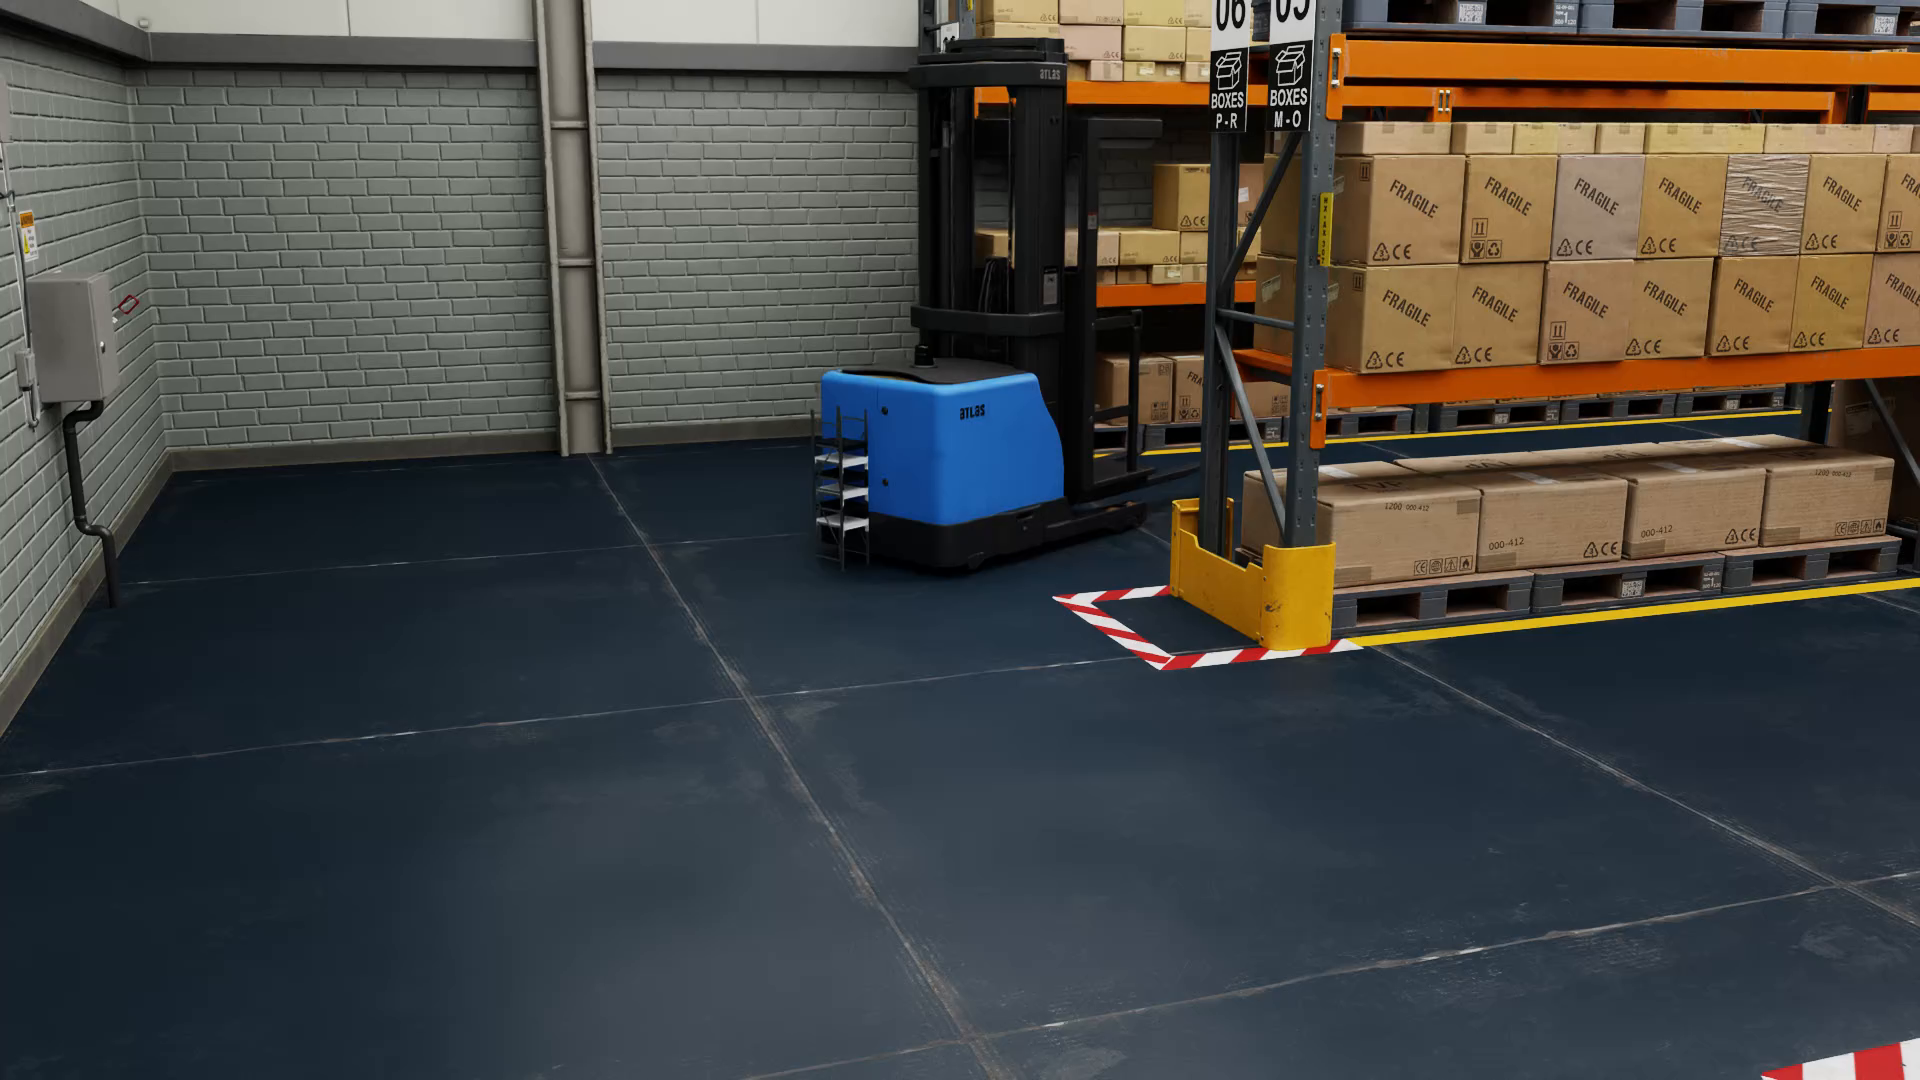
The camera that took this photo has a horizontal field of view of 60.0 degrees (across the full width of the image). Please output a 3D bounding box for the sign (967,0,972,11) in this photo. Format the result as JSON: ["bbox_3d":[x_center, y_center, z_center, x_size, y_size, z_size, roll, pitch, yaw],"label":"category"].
[{"bbox_3d":[0.068,-3.922,11.779,0.005,0.325,0.100,-4,14,-18],"label":"sign"}]

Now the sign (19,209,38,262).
[{"bbox_3d":[-4.565,-1.493,8.152,0.001,0.242,0.339,-4,14,-18],"label":"sign"}]

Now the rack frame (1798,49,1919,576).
[{"bbox_3d":[5.273,-1.364,9.393,0.127,3.000,1.000,-4,14,-18],"label":"rack frame"}]

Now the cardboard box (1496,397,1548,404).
[{"bbox_3d":[4.718,-1.468,14.326,0.500,0.500,0.500,-5,14,-19],"label":"cardboard box"}]

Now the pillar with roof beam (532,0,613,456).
[{"bbox_3d":[-1.575,-4.130,8.059,0.400,9.000,9.100,-4,14,-18],"label":"pillar with roof beam"}]

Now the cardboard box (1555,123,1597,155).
[{"bbox_3d":[2.891,-1.968,8.155,0.250,0.149,0.380,-4,14,-18],"label":"cardboard box"}]

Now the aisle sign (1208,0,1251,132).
[{"bbox_3d":[1.315,-2.396,8.115,0.004,0.787,0.394,-4,14,-18],"label":"aisle sign"}]

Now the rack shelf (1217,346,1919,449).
[{"bbox_3d":[3.377,-0.866,8.856,4.000,0.370,1.077,-4,14,-18],"label":"rack shelf"}]

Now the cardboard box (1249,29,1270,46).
[{"bbox_3d":[2.330,-3.816,12.905,0.500,0.250,0.500,-4,14,-17],"label":"cardboard box"}]

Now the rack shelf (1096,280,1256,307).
[{"bbox_3d":[1.791,-1.954,13.432,4.000,0.370,1.077,-4,14,-18],"label":"rack shelf"}]

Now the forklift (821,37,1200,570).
[{"bbox_3d":[0.529,-1.536,10.265,1.130,2.935,3.031,11,18,40],"label":"forklift"}]

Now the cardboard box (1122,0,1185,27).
[{"bbox_3d":[1.356,-3.982,12.521,0.500,0.250,0.500,-5,14,-19],"label":"cardboard box"}]

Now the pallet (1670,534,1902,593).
[{"bbox_3d":[4.527,0.032,9.552,1.213,0.211,1.003,-4,14,-18],"label":"pallet"}]

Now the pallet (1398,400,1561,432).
[{"bbox_3d":[4.445,-1.164,14.579,1.213,0.211,1.003,-4,14,-18],"label":"pallet"}]

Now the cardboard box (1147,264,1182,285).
[{"bbox_3d":[1.531,-2.083,12.960,0.250,0.149,0.380,-5,14,-20],"label":"cardboard box"}]

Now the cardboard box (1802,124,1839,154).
[{"bbox_3d":[4.324,-2.087,8.657,0.250,0.149,0.380,-5,14,-19],"label":"cardboard box"}]

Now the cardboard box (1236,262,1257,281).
[{"bbox_3d":[2.216,-2.169,13.324,0.250,0.149,0.380,-4,14,-17],"label":"cardboard box"}]

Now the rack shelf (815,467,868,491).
[{"bbox_3d":[-0.679,-0.348,9.416,0.258,0.077,0.200,11,18,40],"label":"rack shelf"}]

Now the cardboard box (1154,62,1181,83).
[{"bbox_3d":[1.490,-3.555,12.668,0.250,0.149,0.380,-5,14,-19],"label":"cardboard box"}]

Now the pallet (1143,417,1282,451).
[{"bbox_3d":[1.877,-0.954,13.697,1.213,0.211,1.003,-4,14,-18],"label":"pallet"}]

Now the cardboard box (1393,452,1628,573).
[{"bbox_3d":[2.940,-0.166,8.989,0.875,0.438,0.875,-4,14,-17],"label":"cardboard box"}]

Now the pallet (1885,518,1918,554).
[{"bbox_3d":[5.980,-0.080,10.025,1.213,0.211,1.003,-4,14,-18],"label":"pallet"}]

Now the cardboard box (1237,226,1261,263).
[{"bbox_3d":[2.335,-2.358,13.257,0.500,0.250,0.500,-5,14,-18],"label":"cardboard box"}]

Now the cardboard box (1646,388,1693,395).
[{"bbox_3d":[6.172,-1.583,14.811,0.500,0.500,0.500,-4,14,-16],"label":"cardboard box"}]

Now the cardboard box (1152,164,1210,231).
[{"bbox_3d":[1.833,-2.678,12.982,0.500,0.500,0.500,-4,14,-17],"label":"cardboard box"}]

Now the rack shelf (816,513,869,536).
[{"bbox_3d":[-0.679,-0.085,9.478,0.258,0.077,0.200,11,18,40],"label":"rack shelf"}]

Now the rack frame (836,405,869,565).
[{"bbox_3d":[-0.612,-0.310,9.503,0.240,0.900,0.006,11,18,40],"label":"rack frame"}]

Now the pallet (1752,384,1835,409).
[{"bbox_3d":[8.270,-1.443,15.752,1.213,0.211,1.003,-4,14,-18],"label":"pallet"}]

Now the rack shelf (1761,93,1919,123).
[{"bbox_3d":[9.373,-4.004,15.567,4.000,0.370,1.077,-4,14,-18],"label":"rack shelf"}]

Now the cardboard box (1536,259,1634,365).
[{"bbox_3d":[2.987,-1.166,8.349,0.500,0.500,0.500,-5,14,-18],"label":"cardboard box"}]

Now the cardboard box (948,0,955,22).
[{"bbox_3d":[0.227,-4.025,12.701,0.500,0.250,0.500,-5,14,-20],"label":"cardboard box"}]

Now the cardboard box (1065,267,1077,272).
[{"bbox_3d":[0.759,-2.055,12.841,0.250,0.149,0.380,-5,14,-19],"label":"cardboard box"}]

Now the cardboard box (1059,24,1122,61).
[{"bbox_3d":[0.878,-3.703,12.426,0.500,0.250,0.500,-4,14,-17],"label":"cardboard box"}]

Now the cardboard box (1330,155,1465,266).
[{"bbox_3d":[2.028,-1.576,7.911,0.500,0.500,0.500,-5,14,-19],"label":"cardboard box"}]

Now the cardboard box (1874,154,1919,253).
[{"bbox_3d":[4.914,-1.803,8.865,0.500,0.500,0.500,-5,14,-19],"label":"cardboard box"}]

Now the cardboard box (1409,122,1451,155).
[{"bbox_3d":[2.132,-1.919,7.952,0.250,0.149,0.380,-4,14,-17],"label":"cardboard box"}]

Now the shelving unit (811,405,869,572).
[{"bbox_3d":[-0.679,-0.293,9.429,0.258,0.900,0.210,11,18,40],"label":"shelving unit"}]

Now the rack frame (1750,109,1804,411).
[{"bbox_3d":[7.477,-2.747,15.210,0.127,3.000,1.000,-4,14,-18],"label":"rack frame"}]

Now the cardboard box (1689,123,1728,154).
[{"bbox_3d":[3.623,-2.020,8.373,0.250,0.149,0.380,-4,14,-18],"label":"cardboard box"}]

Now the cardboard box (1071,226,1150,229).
[{"bbox_3d":[1.206,-2.394,13.406,0.500,0.250,0.500,-4,14,-16],"label":"cardboard box"}]

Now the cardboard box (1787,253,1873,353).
[{"bbox_3d":[4.429,-1.283,8.837,0.500,0.500,0.500,-5,14,-19],"label":"cardboard box"}]

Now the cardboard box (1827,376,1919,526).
[{"bbox_3d":[5.835,-0.598,9.857,0.875,0.875,0.875,-4,14,-16],"label":"cardboard box"}]

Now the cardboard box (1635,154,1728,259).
[{"bbox_3d":[3.473,-1.693,8.400,0.500,0.500,0.500,-4,14,-18],"label":"cardboard box"}]

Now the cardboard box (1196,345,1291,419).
[{"bbox_3d":[2.312,-1.300,13.622,0.500,0.500,0.700,-5,14,-20],"label":"cardboard box"}]

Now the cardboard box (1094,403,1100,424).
[{"bbox_3d":[0.920,-1.021,13.207,0.250,0.149,0.380,-5,14,-20],"label":"cardboard box"}]

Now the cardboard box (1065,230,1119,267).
[{"bbox_3d":[0.889,-2.240,12.760,0.500,0.250,0.500,-4,14,-17],"label":"cardboard box"}]

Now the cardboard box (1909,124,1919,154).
[{"bbox_3d":[5.083,-2.122,8.802,0.250,0.149,0.380,-5,14,-19],"label":"cardboard box"}]

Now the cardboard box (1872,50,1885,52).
[{"bbox_3d":[7.905,-4.305,14.658,0.250,0.166,0.380,-4,14,-18],"label":"cardboard box"}]

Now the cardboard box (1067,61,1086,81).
[{"bbox_3d":[0.760,-3.507,12.464,0.250,0.149,0.380,-4,14,-18],"label":"cardboard box"}]
